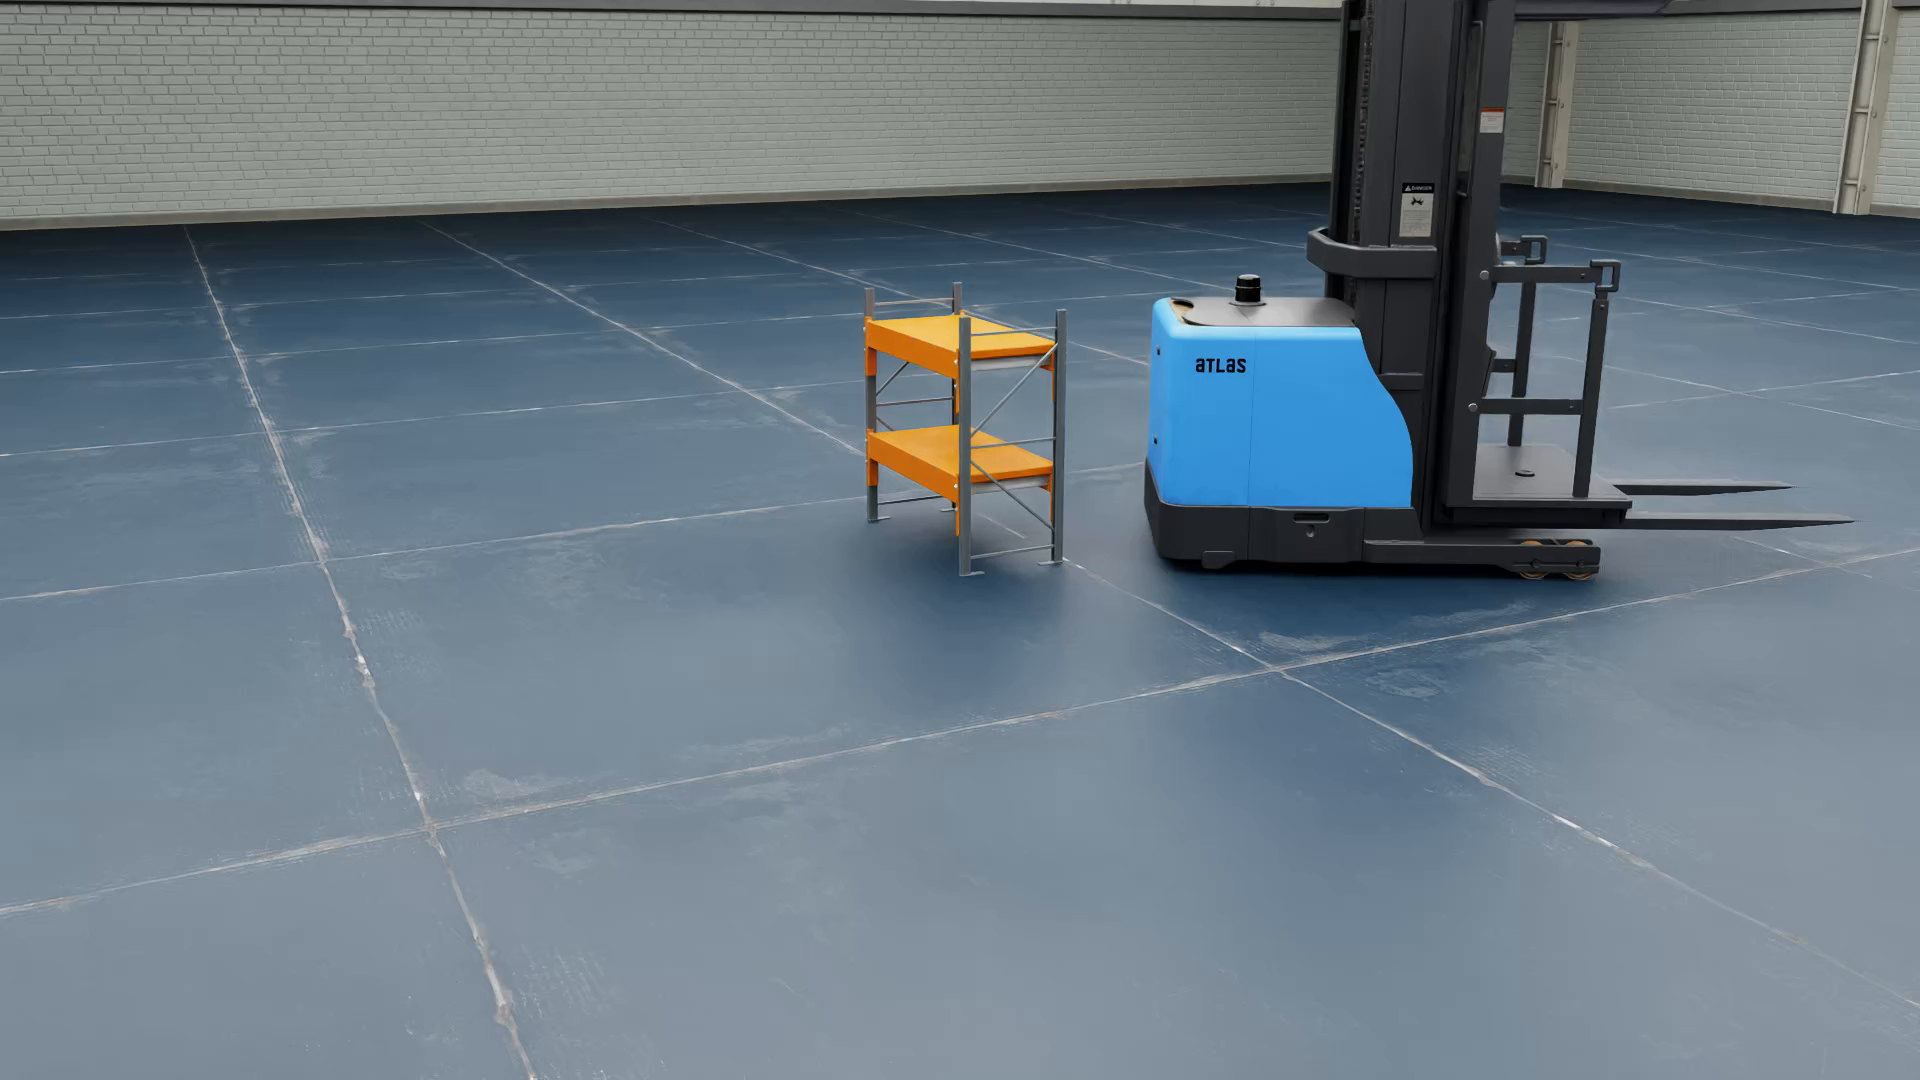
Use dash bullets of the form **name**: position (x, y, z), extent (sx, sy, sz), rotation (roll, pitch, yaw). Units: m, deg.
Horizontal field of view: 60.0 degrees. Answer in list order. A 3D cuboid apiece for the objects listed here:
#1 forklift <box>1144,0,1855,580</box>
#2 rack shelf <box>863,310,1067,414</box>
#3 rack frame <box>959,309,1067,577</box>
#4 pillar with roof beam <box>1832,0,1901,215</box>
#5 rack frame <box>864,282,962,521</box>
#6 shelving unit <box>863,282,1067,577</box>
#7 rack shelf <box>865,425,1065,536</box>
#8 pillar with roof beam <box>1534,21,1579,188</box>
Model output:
- **forklift**: position (2.396, -1.385, 7.264), extent (3.031, 2.935, 1.130), rotation (1, 16, 2)
- **rack shelf**: position (0.003, -0.820, 7.509), extent (0.538, 0.278, 1.000), rotation (-8, 18, -25)
- **rack frame**: position (0.226, -0.413, 7.150), extent (0.500, 1.125, 0.032), rotation (-8, 18, -25)
- **pillar with roof beam**: position (9.281, -8.623, 21.484), extent (9.100, 9.000, 0.400), rotation (-8, 18, -25)
- **rack frame**: position (-0.220, -0.665, 8.029), extent (0.500, 1.125, 0.032), rotation (-8, 18, -25)
- **shelving unit**: position (0.003, -0.539, 7.590), extent (0.538, 1.125, 1.048), rotation (-8, 18, -25)
- **rack shelf**: position (0.003, -0.304, 7.657), extent (0.538, 0.278, 1.000), rotation (-8, 18, -25)
- **pillar with roof beam**: position (6.653, -10.111, 26.669), extent (9.100, 9.000, 0.400), rotation (-8, 18, -25)
